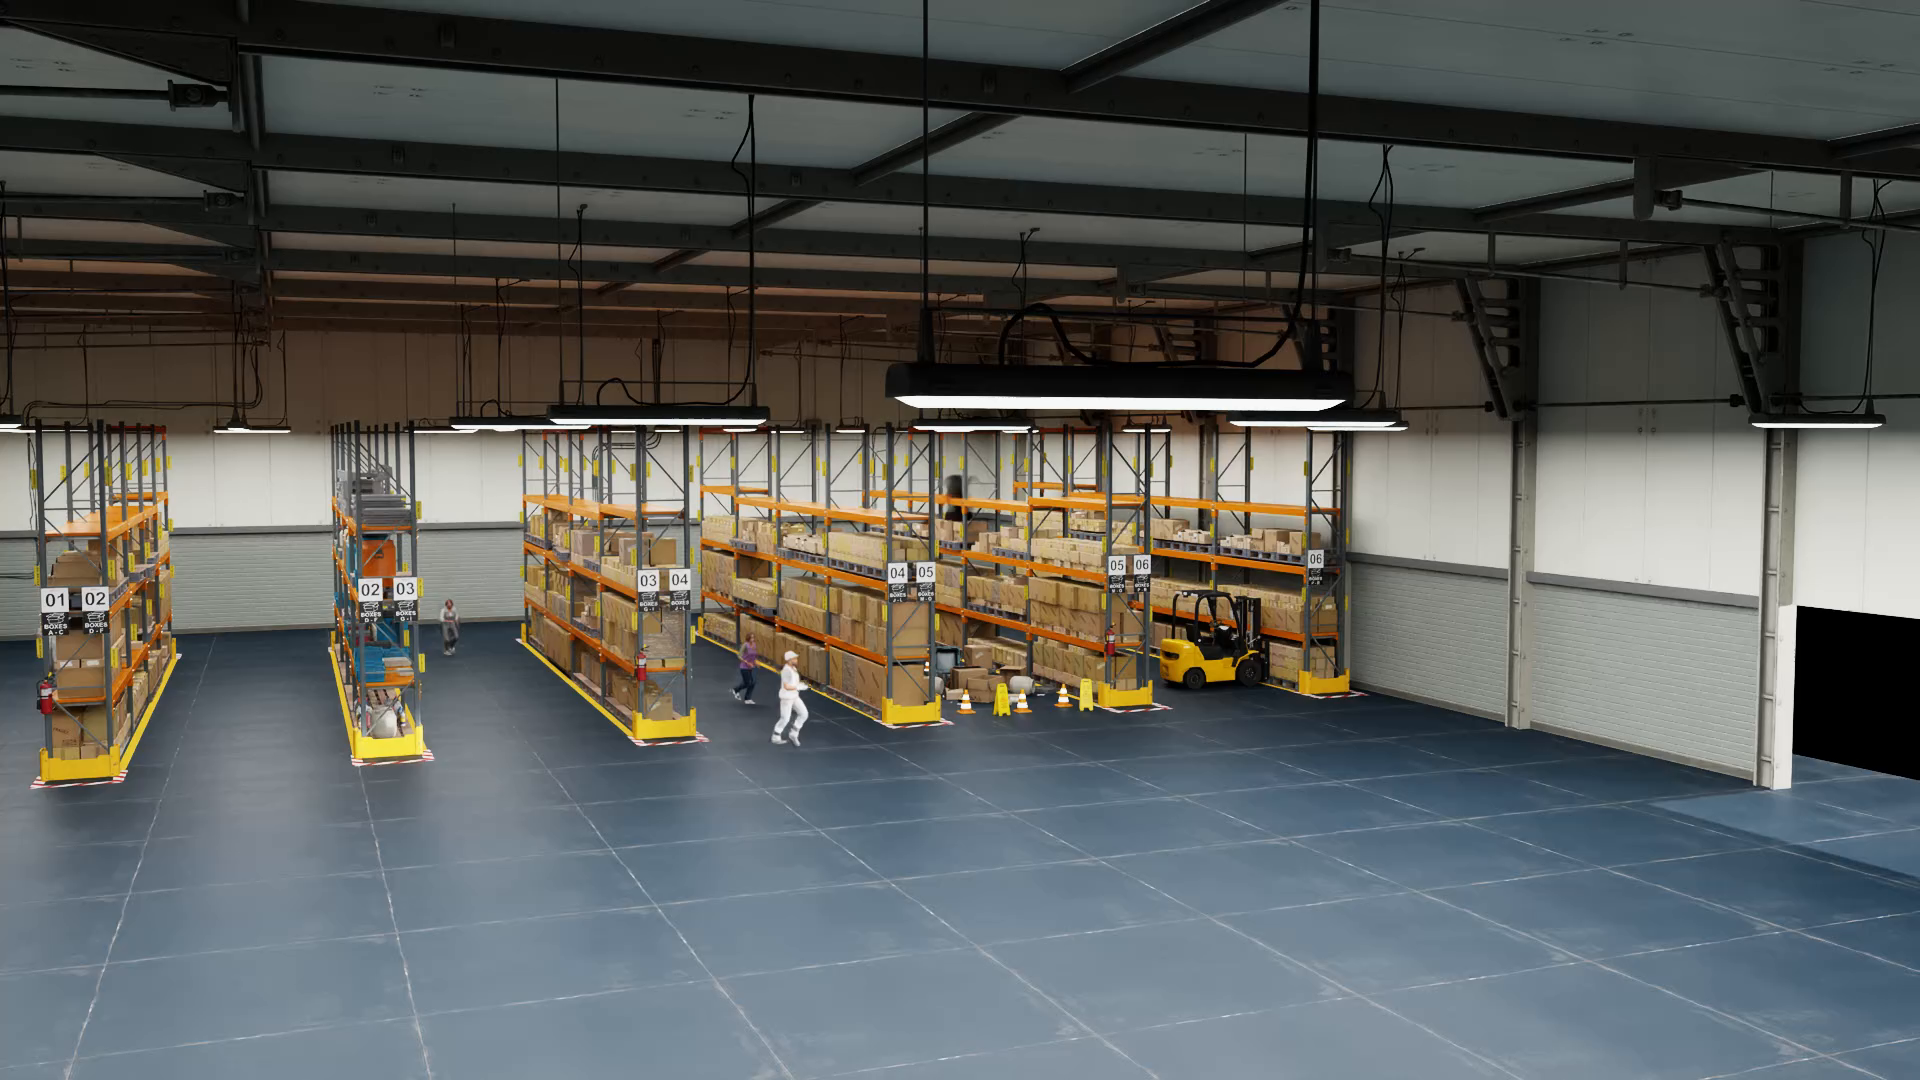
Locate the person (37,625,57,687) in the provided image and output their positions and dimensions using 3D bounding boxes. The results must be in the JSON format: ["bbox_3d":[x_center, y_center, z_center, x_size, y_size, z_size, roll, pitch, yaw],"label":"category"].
[{"bbox_3d":[-20.881,2.504,38.231,0.554,1.724,0.842,-1,4,-17],"label":"person"}]

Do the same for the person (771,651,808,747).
[{"bbox_3d":[-3.130,2.923,30.551,0.739,1.787,0.595,1,4,21],"label":"person"}]

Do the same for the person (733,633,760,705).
[{"bbox_3d":[-4.584,2.739,35.573,0.688,1.547,0.537,3,5,43],"label":"person"}]

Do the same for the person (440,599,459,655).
[{"bbox_3d":[-13.275,2.275,43.268,0.545,1.501,0.792,-2,4,-34],"label":"person"}]

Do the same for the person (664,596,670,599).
[{"bbox_3d":[-7.992,2.005,46.021,0.715,1.719,0.643,-2,4,-35],"label":"person"}]
